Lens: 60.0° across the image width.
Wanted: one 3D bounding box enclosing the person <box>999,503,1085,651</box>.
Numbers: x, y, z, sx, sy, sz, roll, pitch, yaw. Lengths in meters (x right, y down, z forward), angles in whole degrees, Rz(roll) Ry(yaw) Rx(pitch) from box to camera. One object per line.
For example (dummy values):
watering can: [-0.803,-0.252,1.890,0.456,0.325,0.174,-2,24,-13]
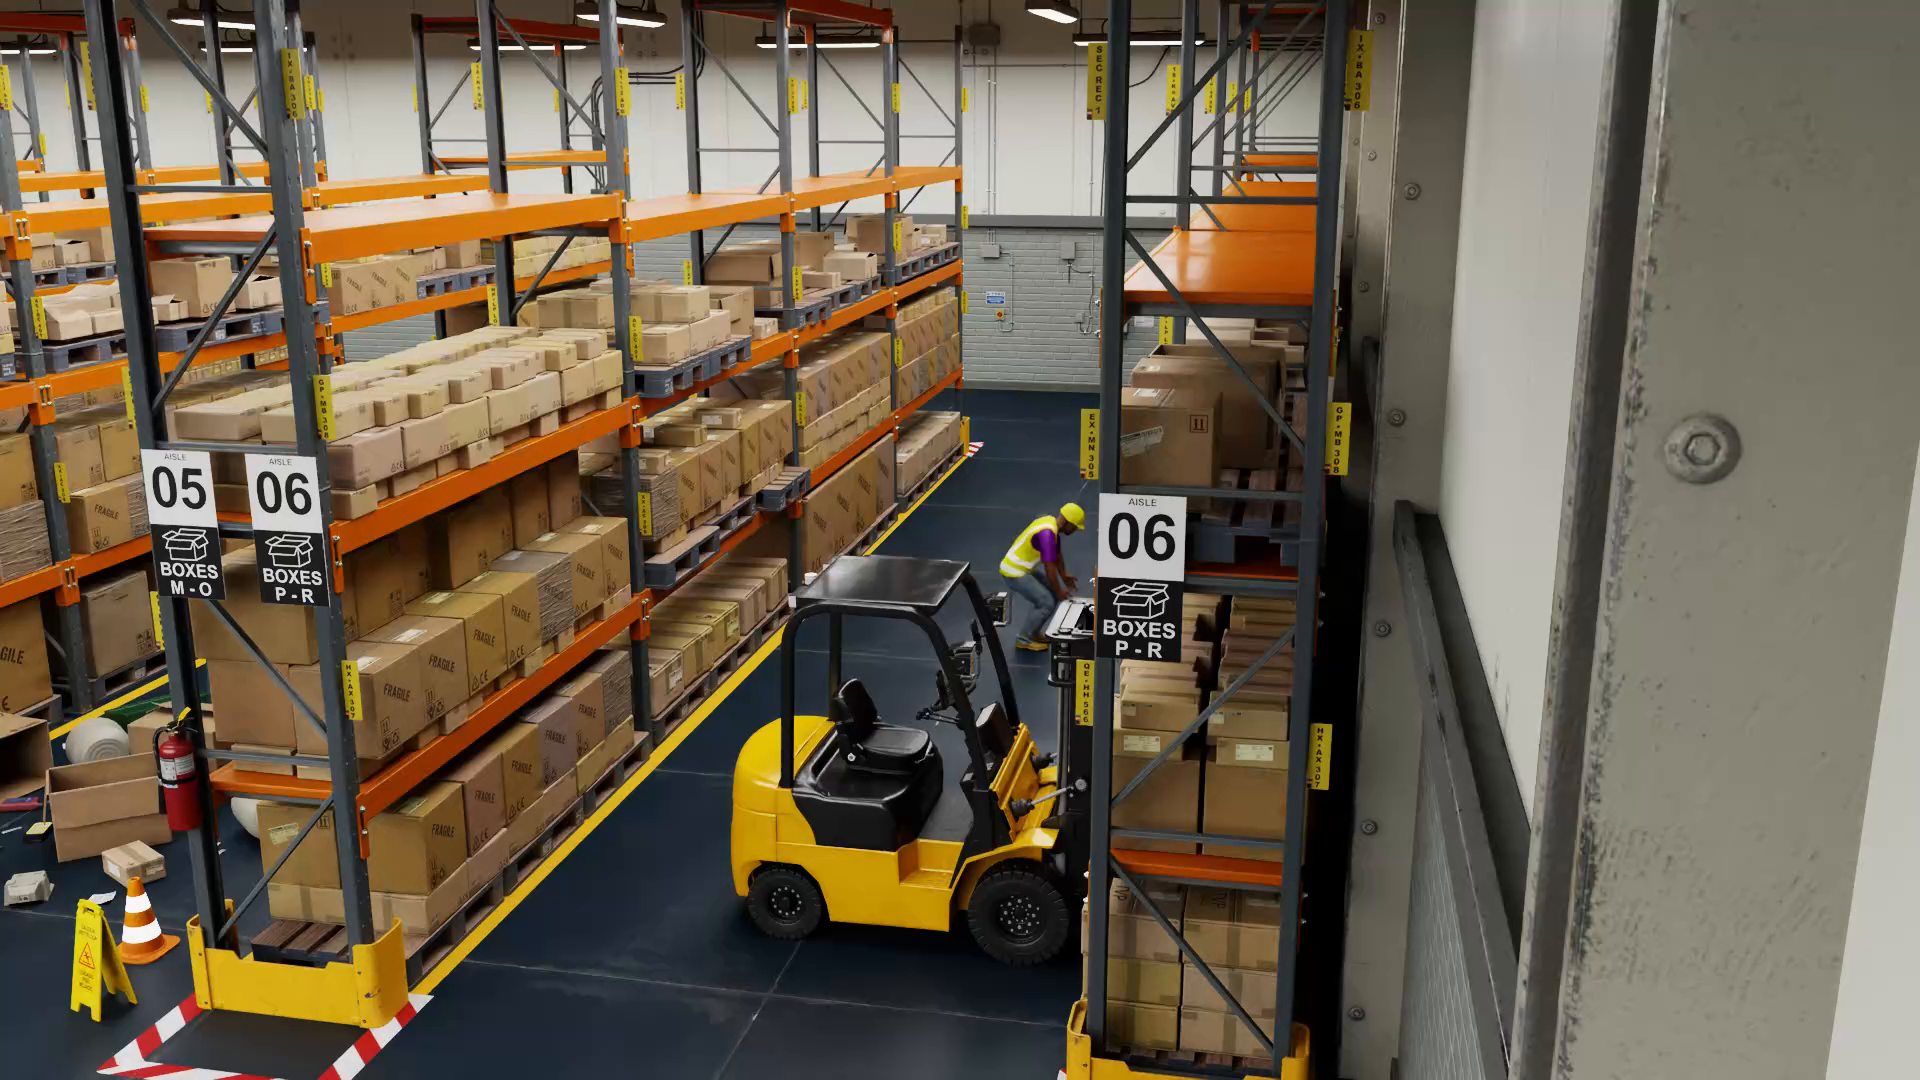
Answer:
person: [0.768,0.316,15.528,0.777,1.376,0.632,3,15,11]
